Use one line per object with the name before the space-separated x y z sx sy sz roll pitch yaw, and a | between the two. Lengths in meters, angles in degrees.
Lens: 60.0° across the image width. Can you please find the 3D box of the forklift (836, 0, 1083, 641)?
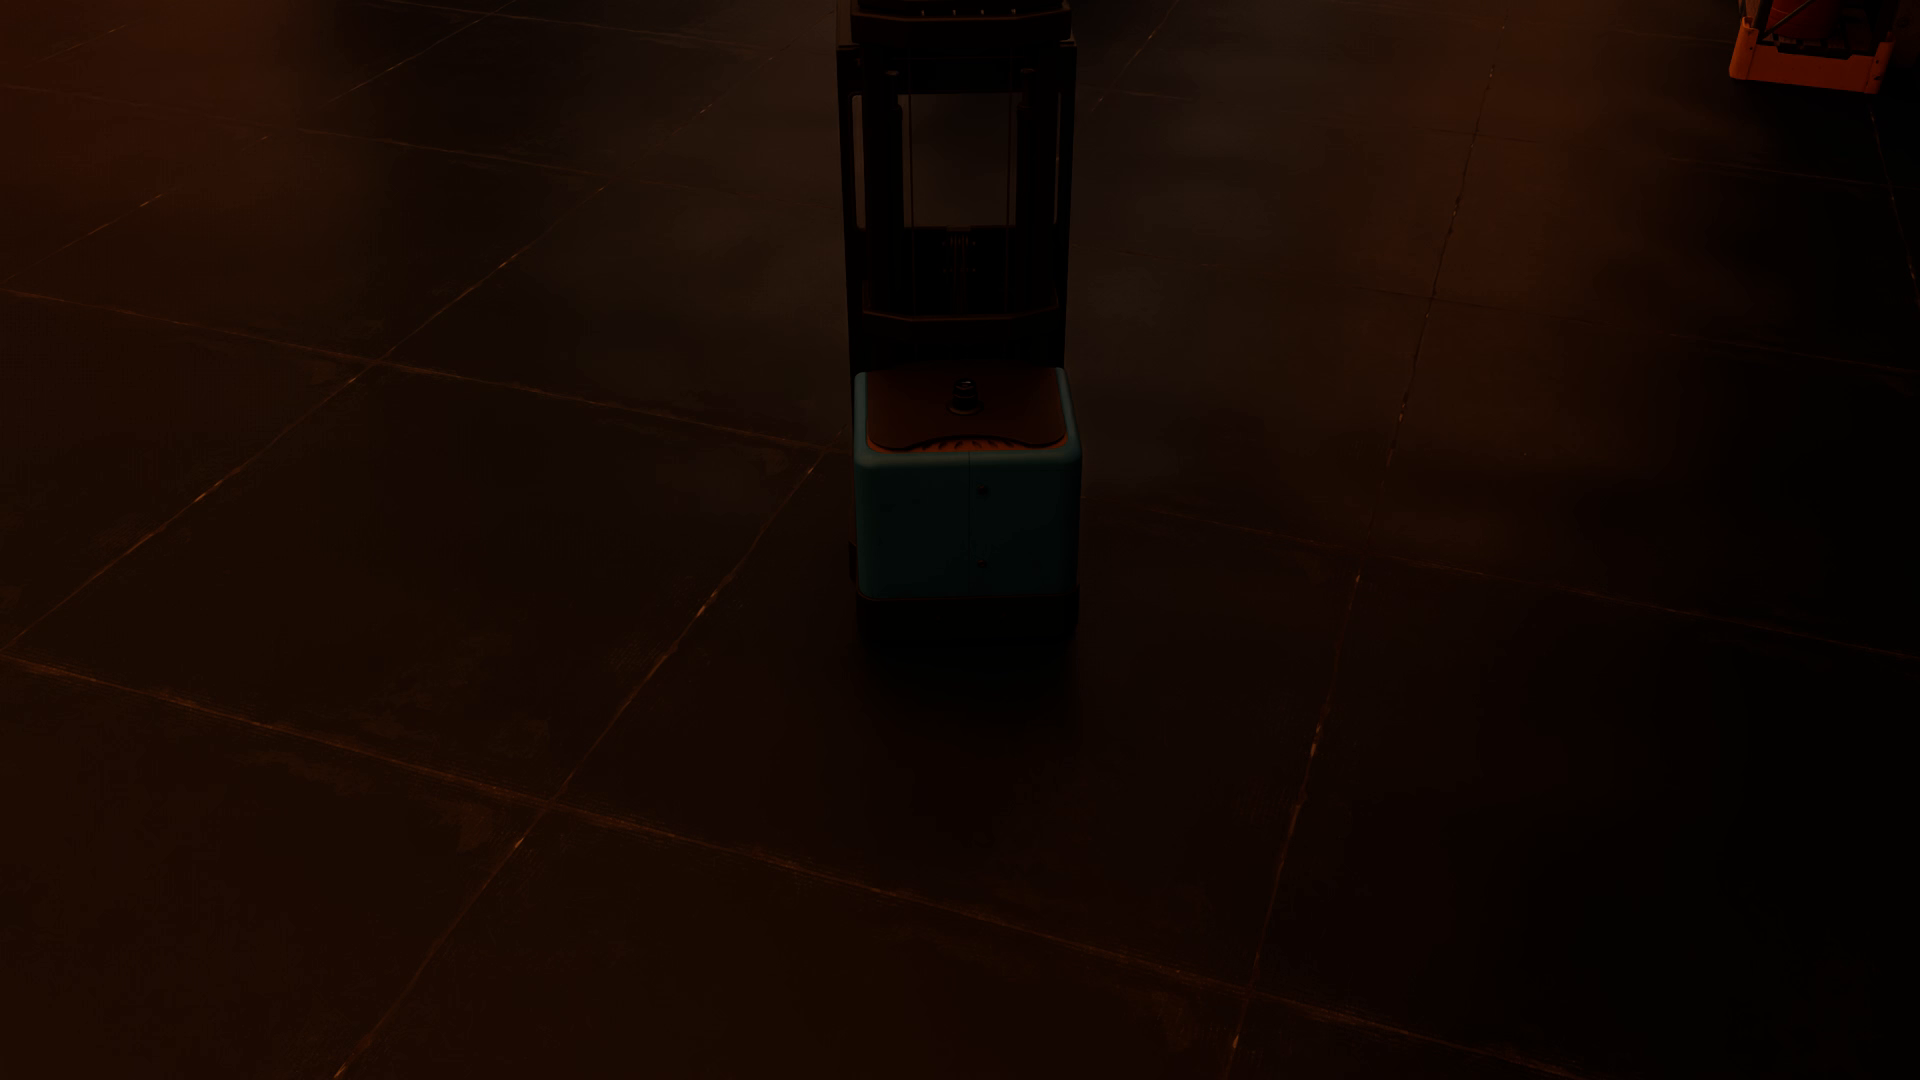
forklift | -0.029 -1.547 8.293 1.130 2.935 3.031 -2 35 -2
